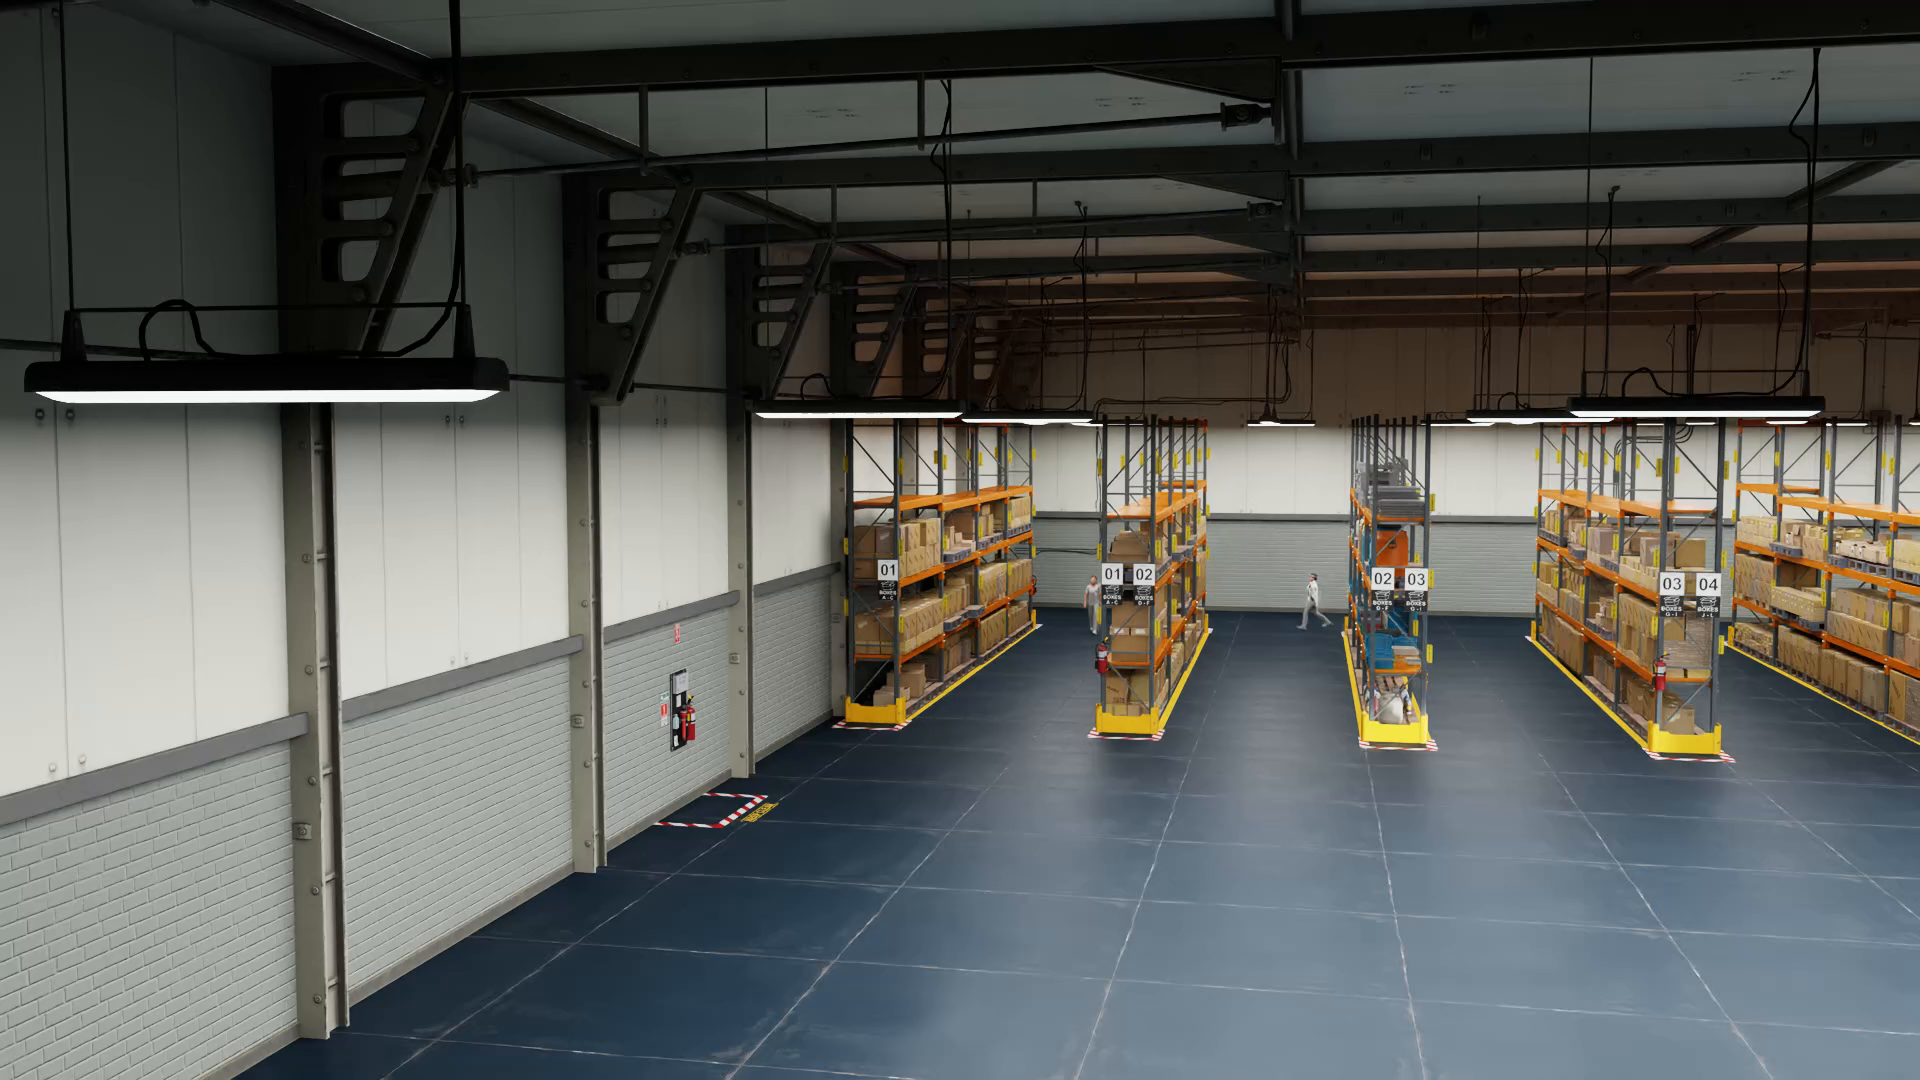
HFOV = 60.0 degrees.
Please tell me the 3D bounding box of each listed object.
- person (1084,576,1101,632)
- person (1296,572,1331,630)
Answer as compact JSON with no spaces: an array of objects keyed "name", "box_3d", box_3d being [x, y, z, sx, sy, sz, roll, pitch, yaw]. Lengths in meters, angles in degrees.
[{"name":"person","box_3d":[3.743,1.768,46.708,0.500,1.555,0.935,1,4,9]},{"name":"person","box_3d":[10.098,1.732,47.422,0.970,1.642,0.397,1,4,11]}]
